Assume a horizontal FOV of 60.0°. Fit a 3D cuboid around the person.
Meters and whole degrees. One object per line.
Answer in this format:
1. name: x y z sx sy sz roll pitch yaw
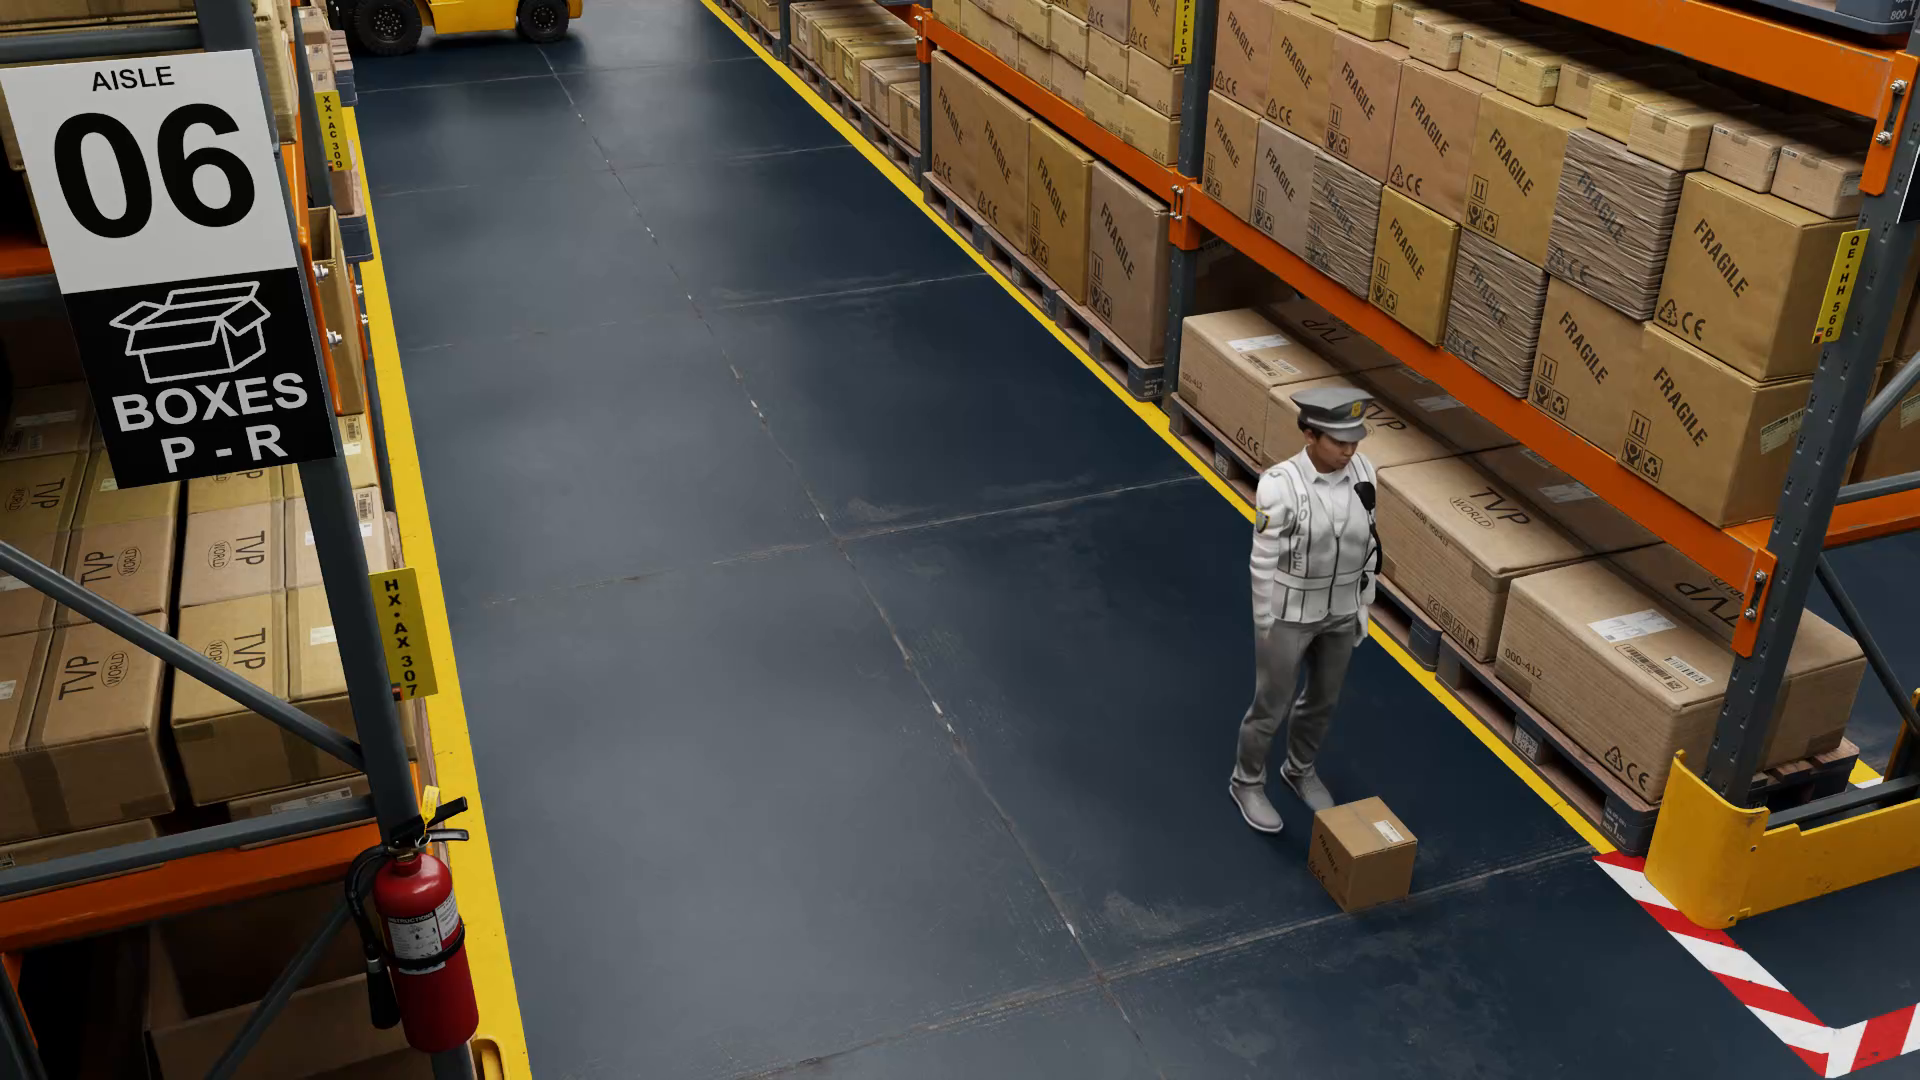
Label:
1. person: 1.207 0.253 5.708 0.470 1.669 0.327 -11 32 -18
